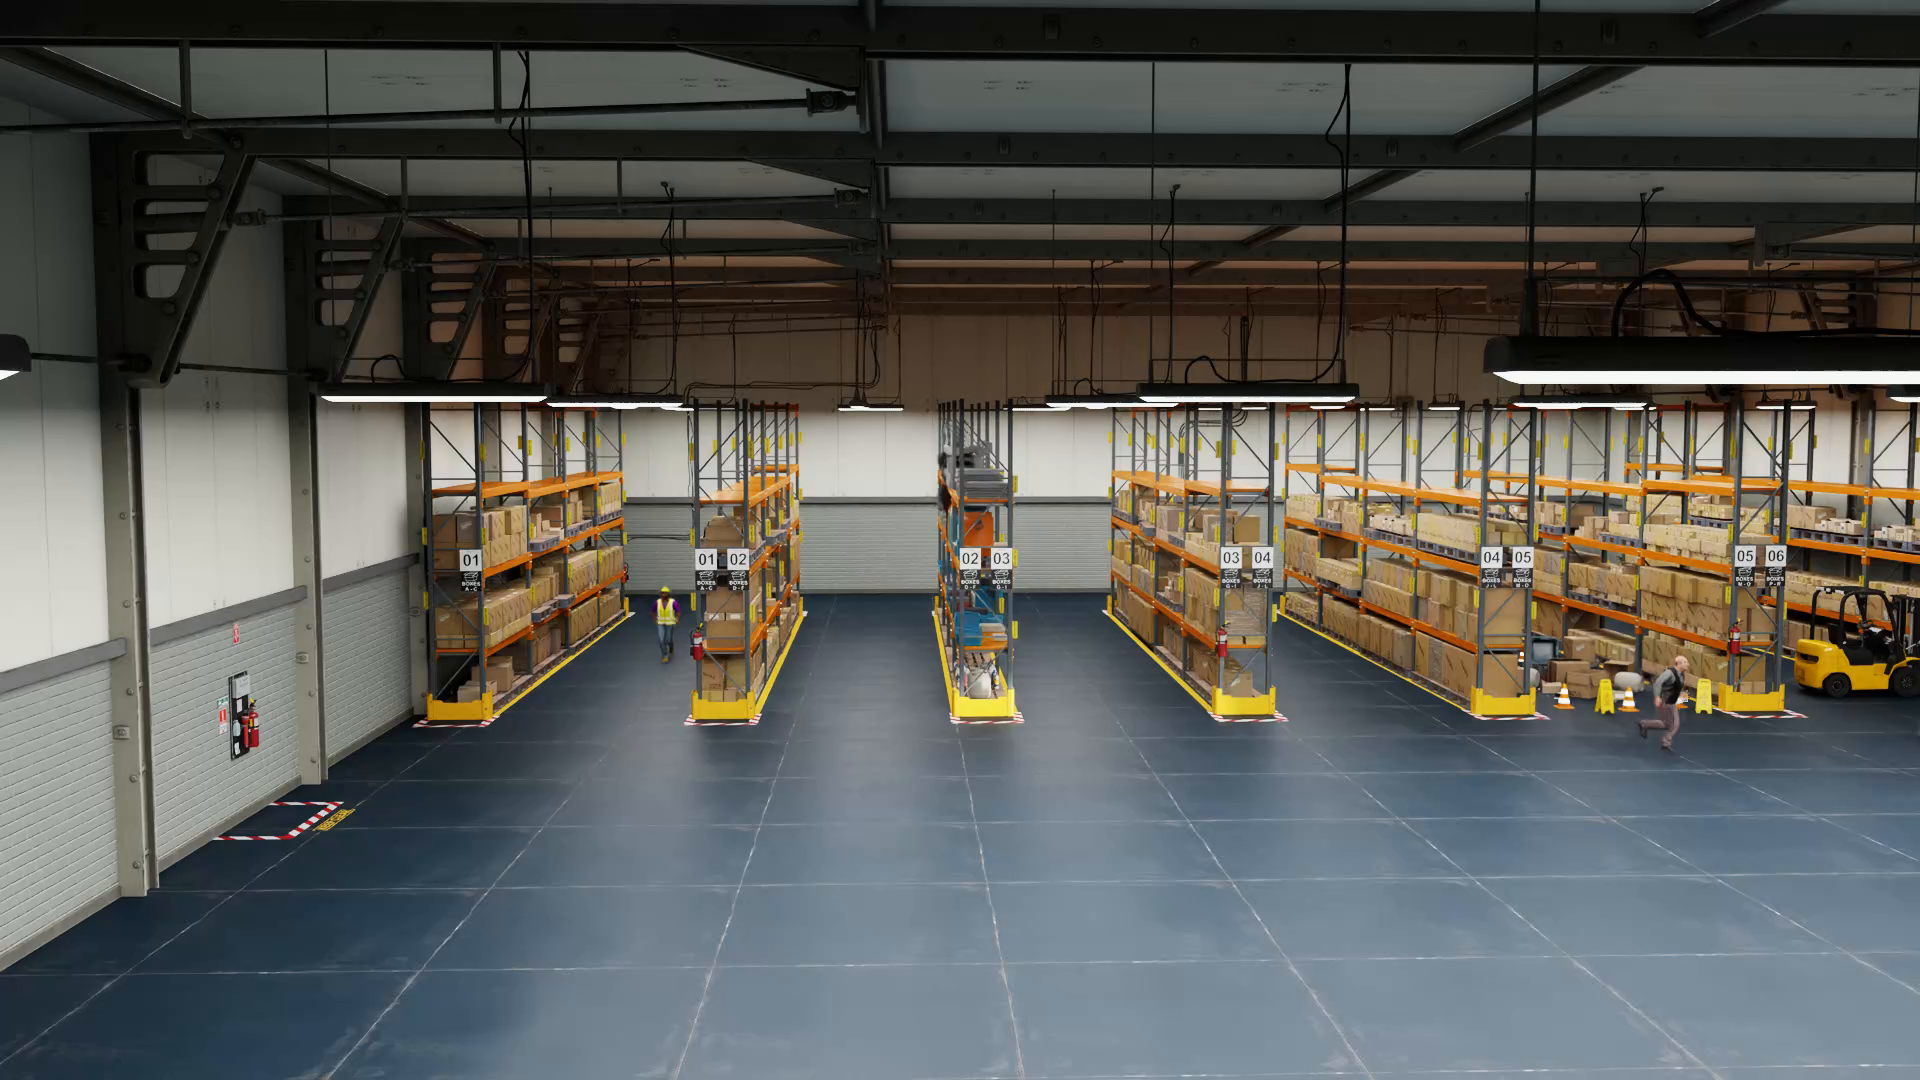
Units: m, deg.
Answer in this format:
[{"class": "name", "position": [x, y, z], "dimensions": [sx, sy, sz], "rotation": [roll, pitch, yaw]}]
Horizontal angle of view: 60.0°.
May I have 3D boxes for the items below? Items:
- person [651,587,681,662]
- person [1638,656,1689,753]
[{"class": "person", "position": [-6.815, 1.948, 38.499], "dimensions": [0.702, 1.726, 0.598], "rotation": [0, 4, -2]}, {"class": "person", "position": [11.971, 2.772, 28.297], "dimensions": [0.804, 1.667, 0.655], "rotation": [4, 6, 43]}]
